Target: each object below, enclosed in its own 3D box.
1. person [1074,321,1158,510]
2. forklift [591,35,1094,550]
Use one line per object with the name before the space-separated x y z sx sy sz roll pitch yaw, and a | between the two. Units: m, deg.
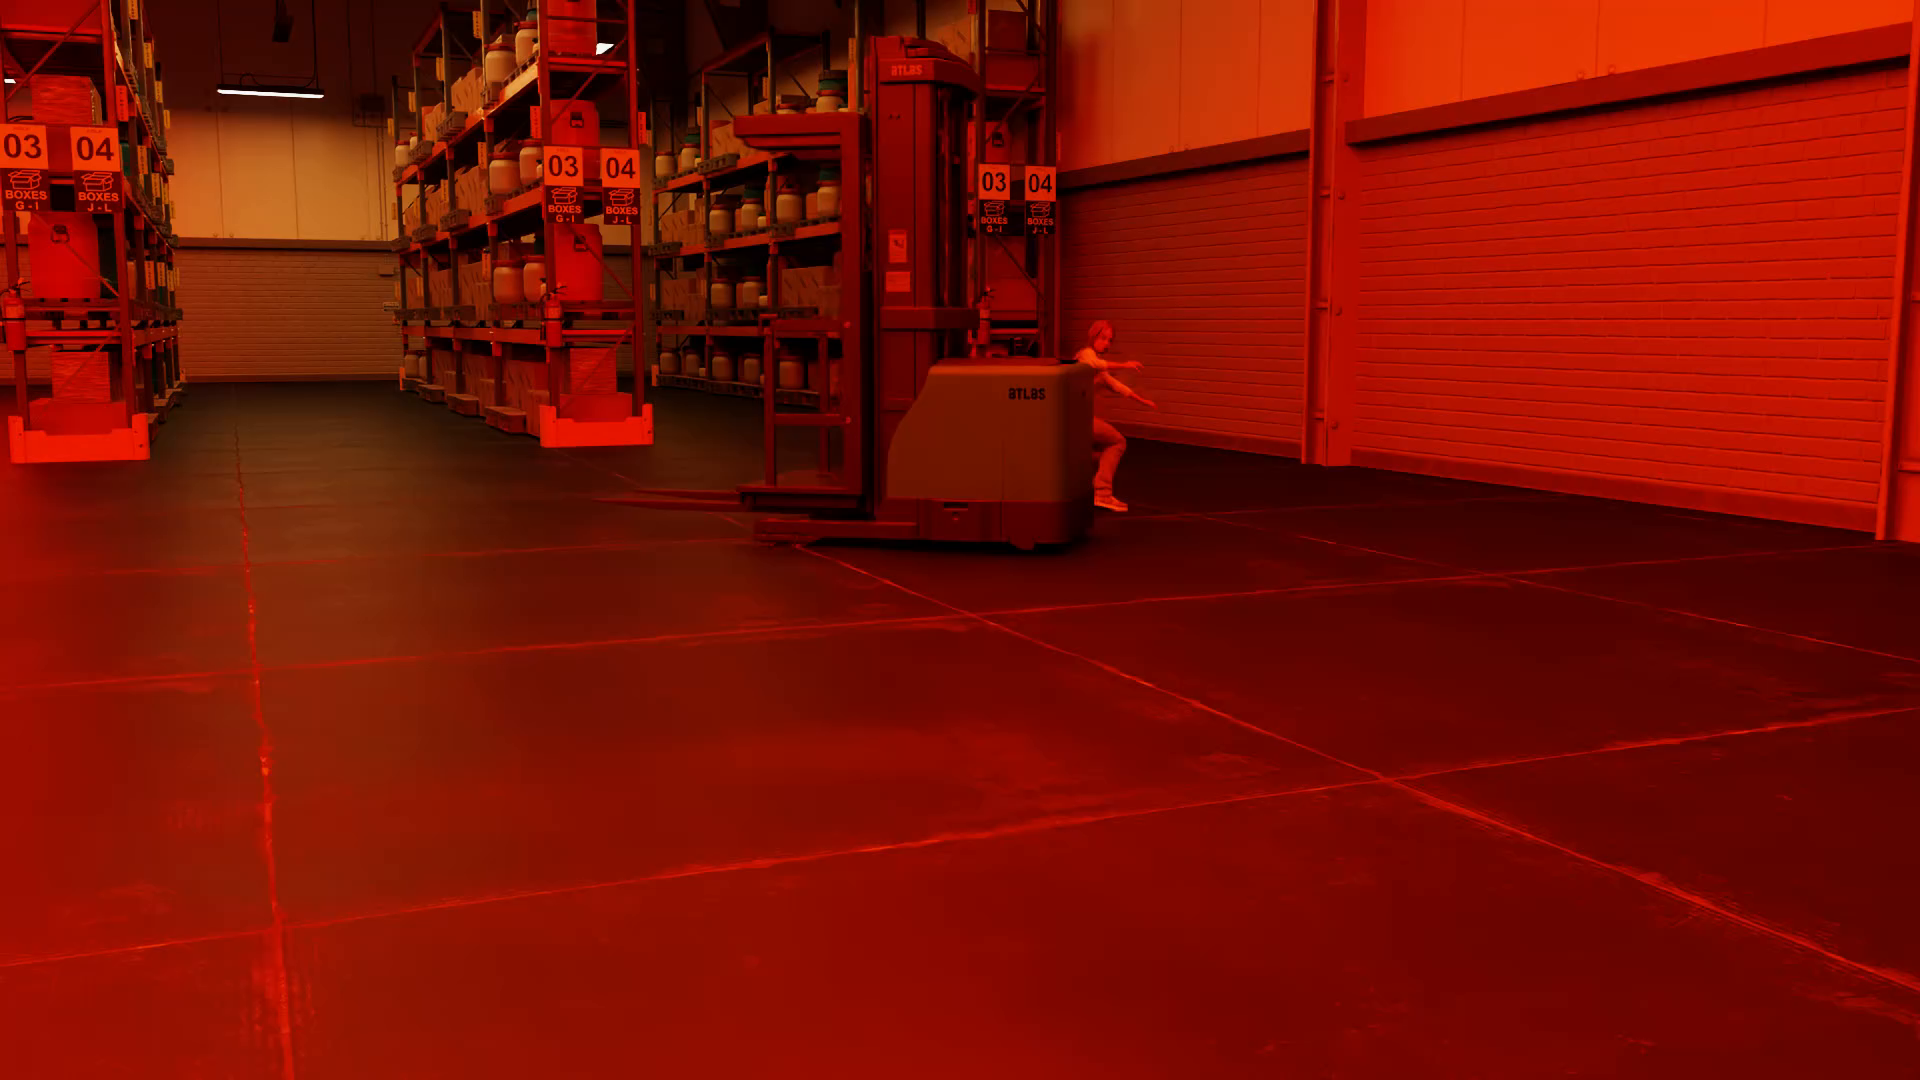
person | 1.063 -0.880 11.778 0.882 1.326 0.680 -2 8 -13
forklift | -0.741 -1.473 10.112 3.031 2.935 1.130 2 8 14
